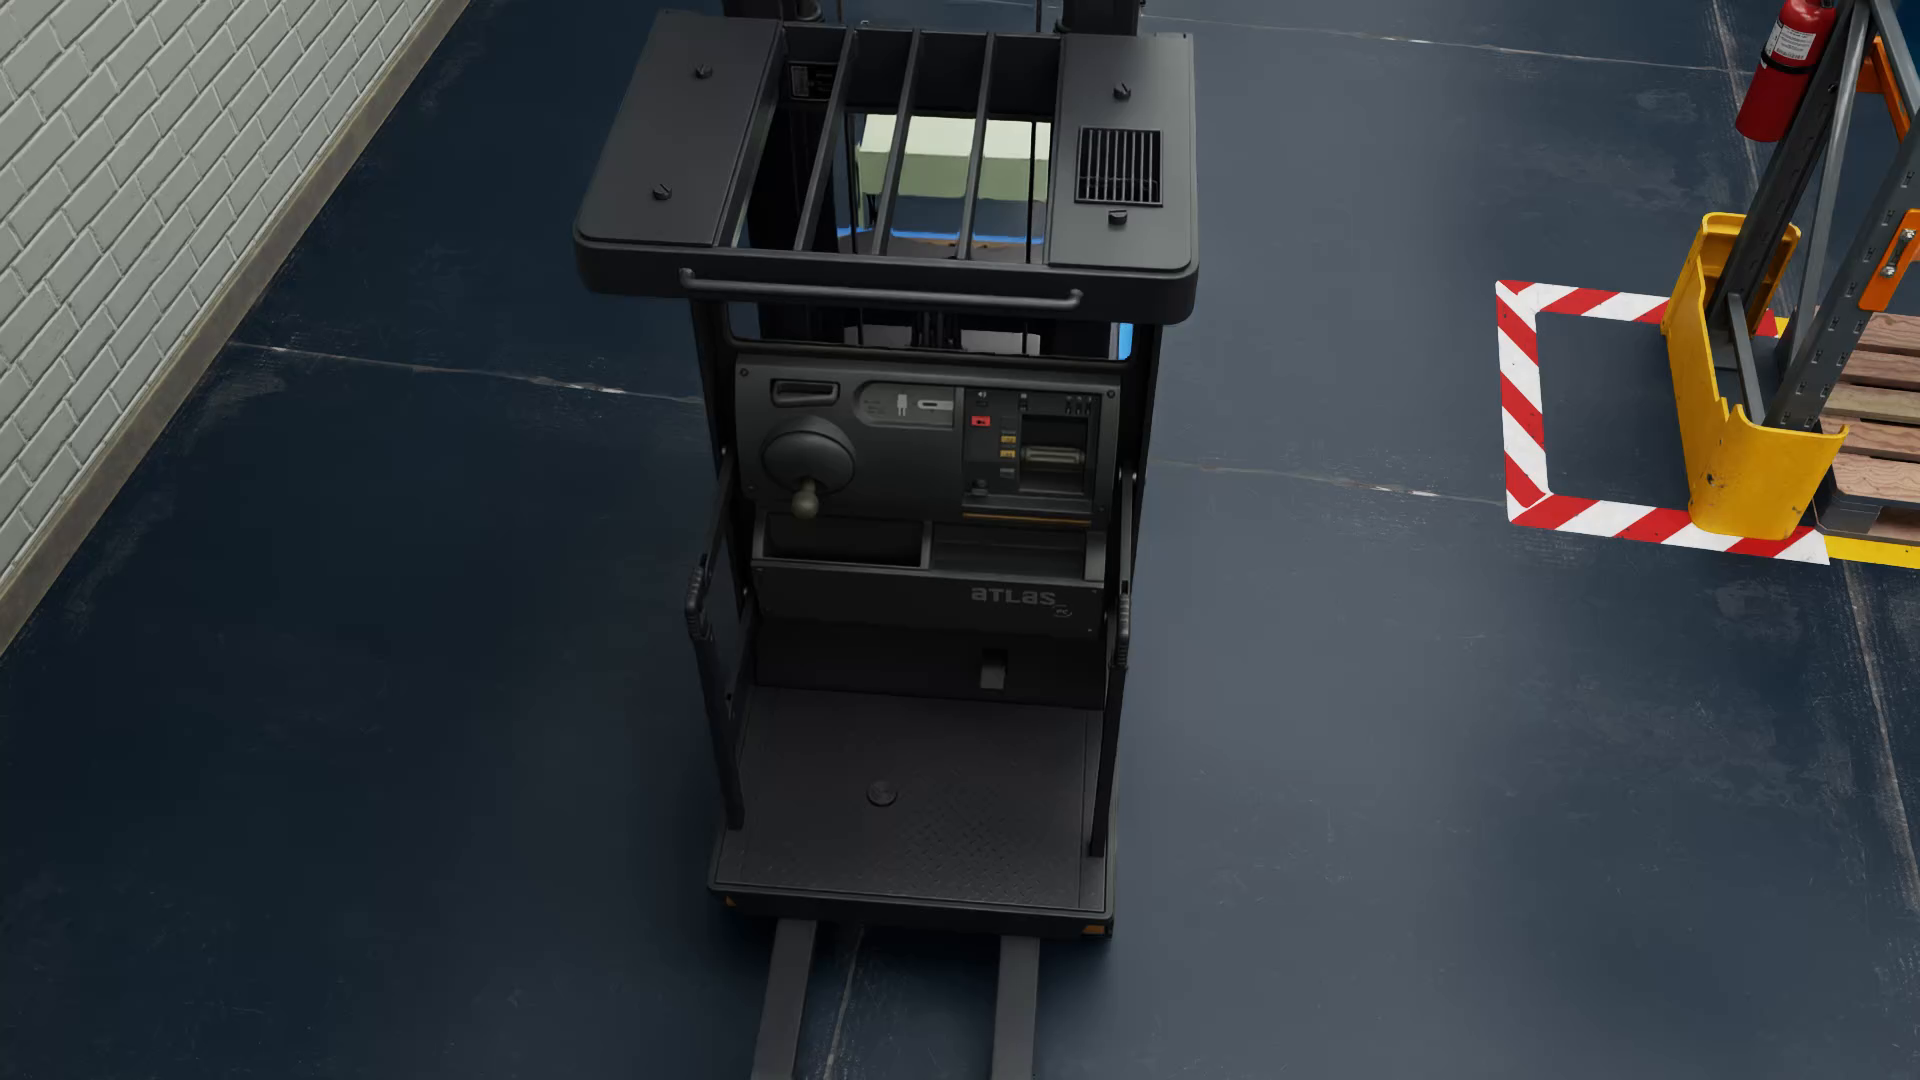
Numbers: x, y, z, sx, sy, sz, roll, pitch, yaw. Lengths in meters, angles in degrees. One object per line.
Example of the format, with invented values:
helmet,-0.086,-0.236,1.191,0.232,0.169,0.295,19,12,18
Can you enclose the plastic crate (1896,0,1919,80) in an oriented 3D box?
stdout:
plastic crate,3.206,-1.572,5.082,0.499,0.435,0.616,8,49,7

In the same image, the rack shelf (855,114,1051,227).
rack shelf,0.054,-1.212,5.306,0.720,0.370,0.431,3,48,3

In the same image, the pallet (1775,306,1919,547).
pallet,3.648,-0.378,5.948,1.213,0.211,1.003,8,49,7

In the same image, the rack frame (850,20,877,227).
rack frame,-0.311,-0.972,5.615,0.023,1.500,0.400,3,48,3

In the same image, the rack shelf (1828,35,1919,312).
rack shelf,4.811,-0.943,5.064,4.000,0.370,1.077,8,49,7

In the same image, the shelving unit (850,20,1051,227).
shelving unit,0.054,-0.951,5.596,0.755,1.500,0.431,3,48,3

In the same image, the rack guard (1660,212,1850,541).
rack guard,2.817,-0.606,5.958,0.348,0.500,1.175,8,49,7

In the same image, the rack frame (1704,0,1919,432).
rack frame,2.843,-1.448,5.034,0.127,3.000,1.000,8,49,7

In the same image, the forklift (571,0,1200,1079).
forklift,-0.098,-0.129,3.896,1.130,2.935,3.031,4,48,3

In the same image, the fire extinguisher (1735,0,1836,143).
fire extinguisher,2.775,-1.650,5.518,0.183,0.674,0.296,8,49,7
